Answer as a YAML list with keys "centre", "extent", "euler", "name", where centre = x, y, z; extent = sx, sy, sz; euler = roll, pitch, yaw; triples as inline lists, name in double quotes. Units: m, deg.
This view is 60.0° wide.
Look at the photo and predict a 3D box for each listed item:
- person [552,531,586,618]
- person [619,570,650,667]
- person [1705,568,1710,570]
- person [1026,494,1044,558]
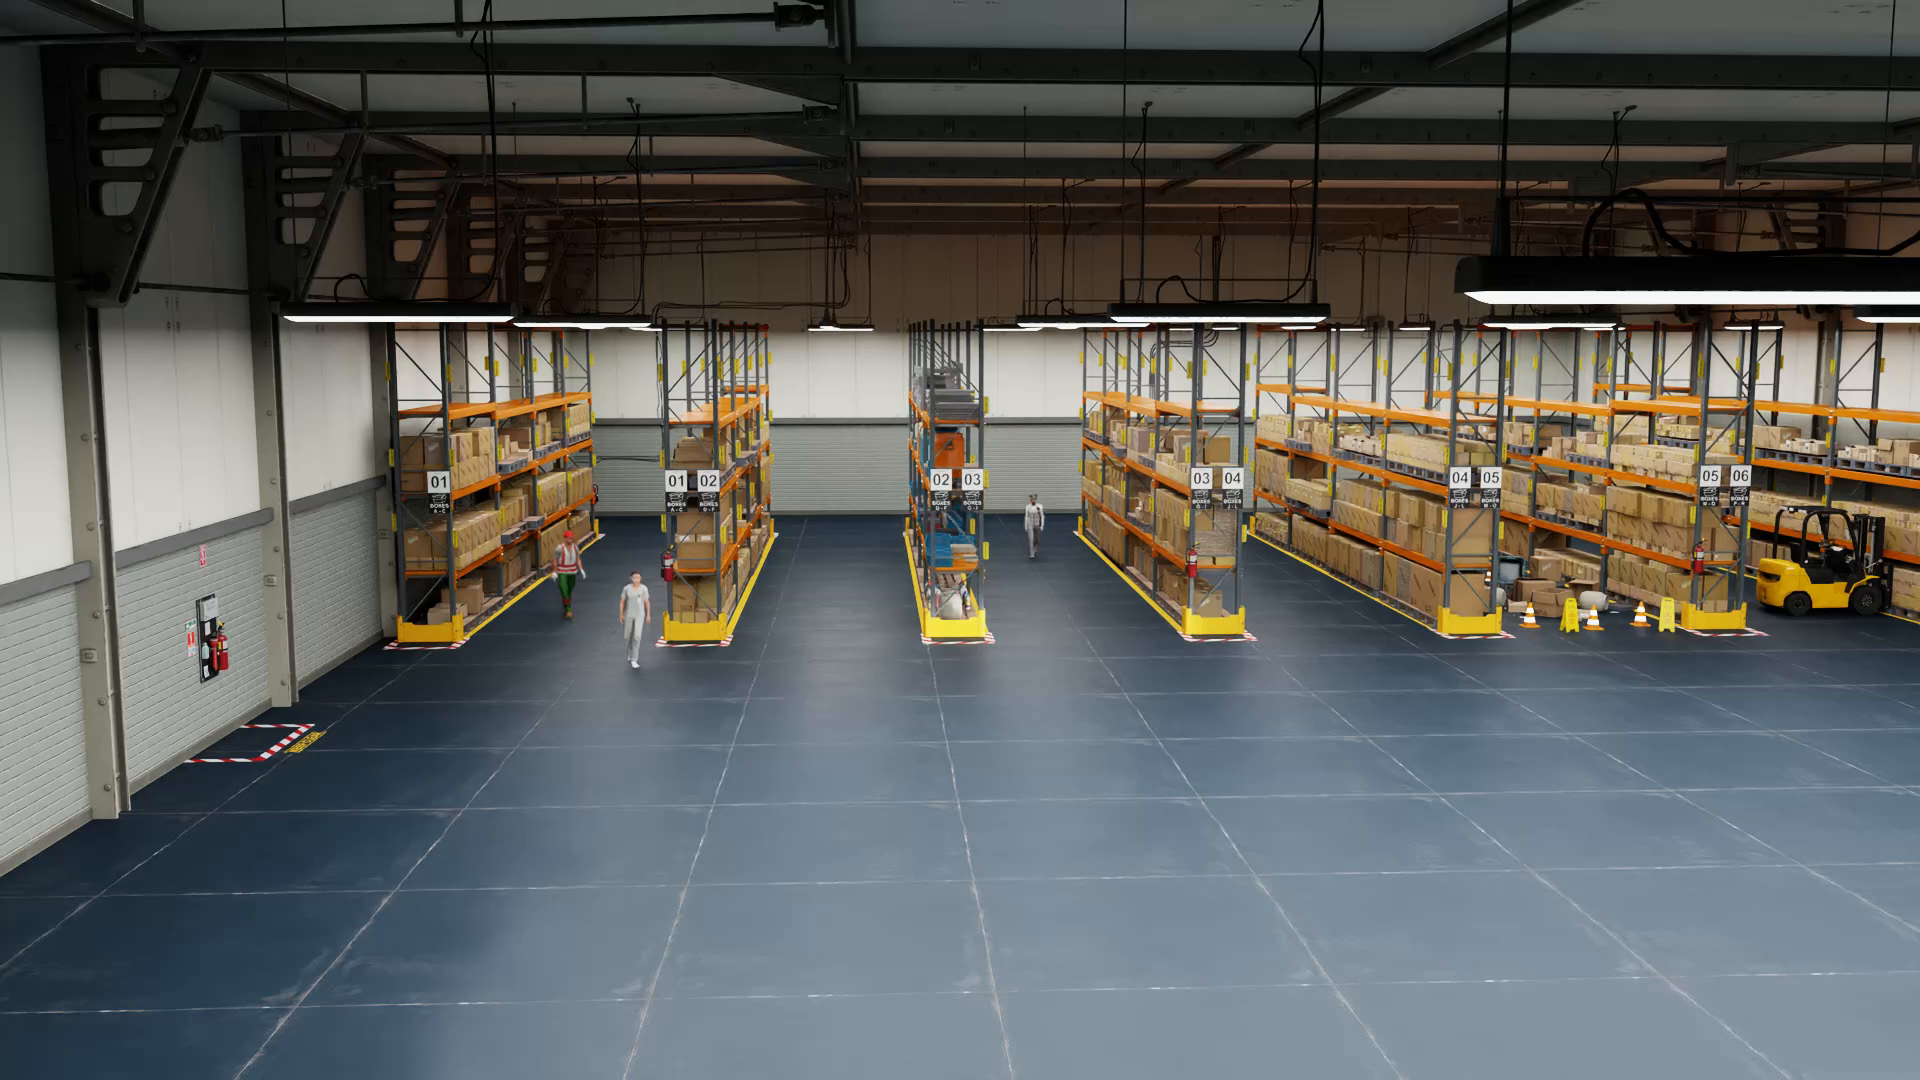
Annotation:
- centre: [-7.950, 0.677, 33.786]
  extent: [0.650, 1.724, 1.139]
  euler: [-4, 8, -30]
  name: "person"
- centre: [-5.664, 1.357, 28.980]
  extent: [0.521, 1.671, 0.659]
  euler: [-1, 7, -8]
  name: "person"
- centre: [17.551, 0.085, 39.322]
  extent: [0.408, 1.597, 0.624]
  euler: [-3, 8, -22]
  name: "person"
- centre: [1.921, -0.397, 42.858]
  extent: [0.447, 1.641, 0.758]
  euler: [-1, 7, -5]
  name: "person"
